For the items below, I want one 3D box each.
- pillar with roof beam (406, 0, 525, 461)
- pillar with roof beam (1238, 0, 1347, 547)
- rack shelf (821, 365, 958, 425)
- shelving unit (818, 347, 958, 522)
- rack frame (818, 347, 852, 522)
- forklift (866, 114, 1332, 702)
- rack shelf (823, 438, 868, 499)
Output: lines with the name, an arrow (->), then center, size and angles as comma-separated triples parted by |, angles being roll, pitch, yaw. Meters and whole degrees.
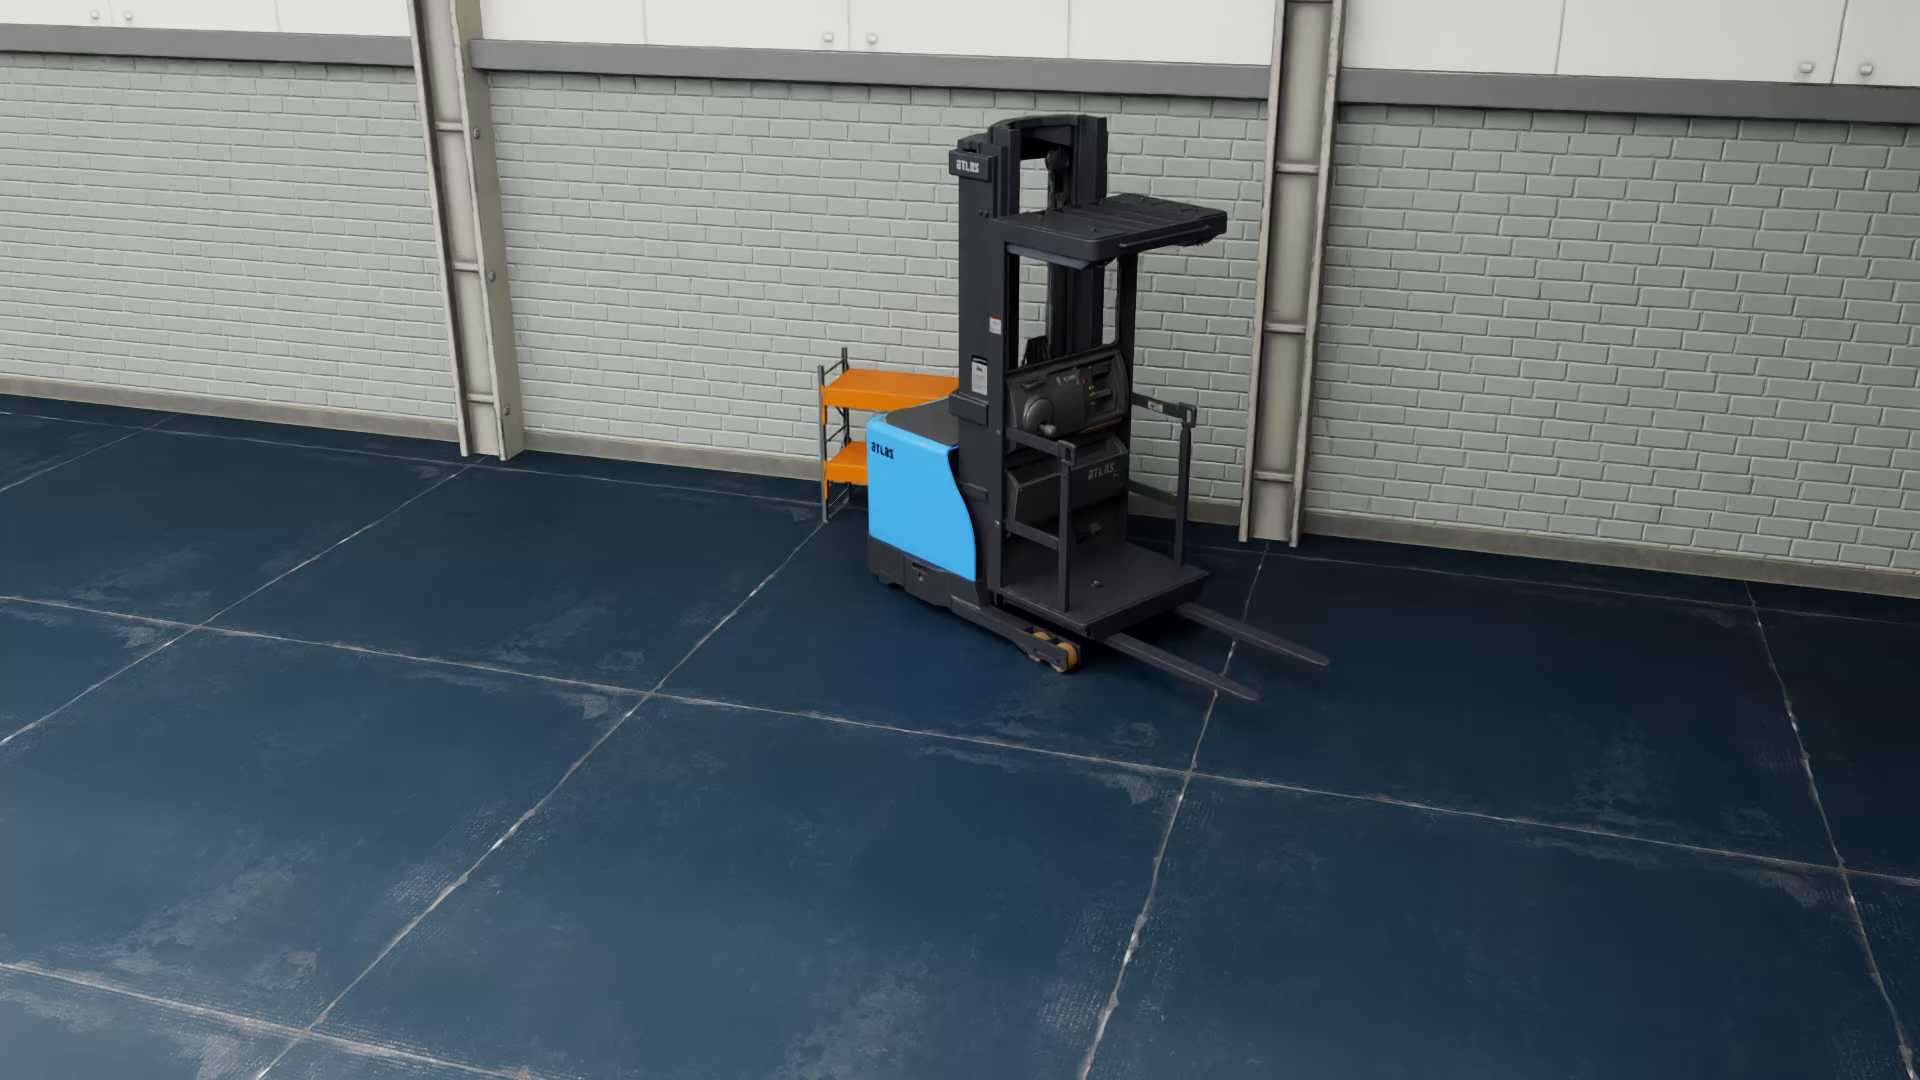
pillar with roof beam -> -4.871, -3.285, 7.422 | 0.400, 9.000, 9.100 | 7, 23, 16
pillar with roof beam -> 0.874, -2.628, 5.818 | 0.400, 9.000, 9.100 | 7, 23, 16
rack shelf -> -0.383, -0.950, 11.332 | 1.000, 0.278, 0.538 | 7, 23, 16
shelving unit -> -0.383, -0.679, 11.443 | 1.048, 1.125, 0.538 | 7, 23, 16
rack frame -> -0.870, -0.735, 11.579 | 0.032, 1.125, 0.500 | 7, 23, 16
forklift -> 0.767, -0.824, 9.417 | 1.130, 2.935, 3.031 | -19, 29, -38
rack shelf -> -0.383, -0.453, 11.536 | 1.000, 0.278, 0.538 | 7, 23, 16
